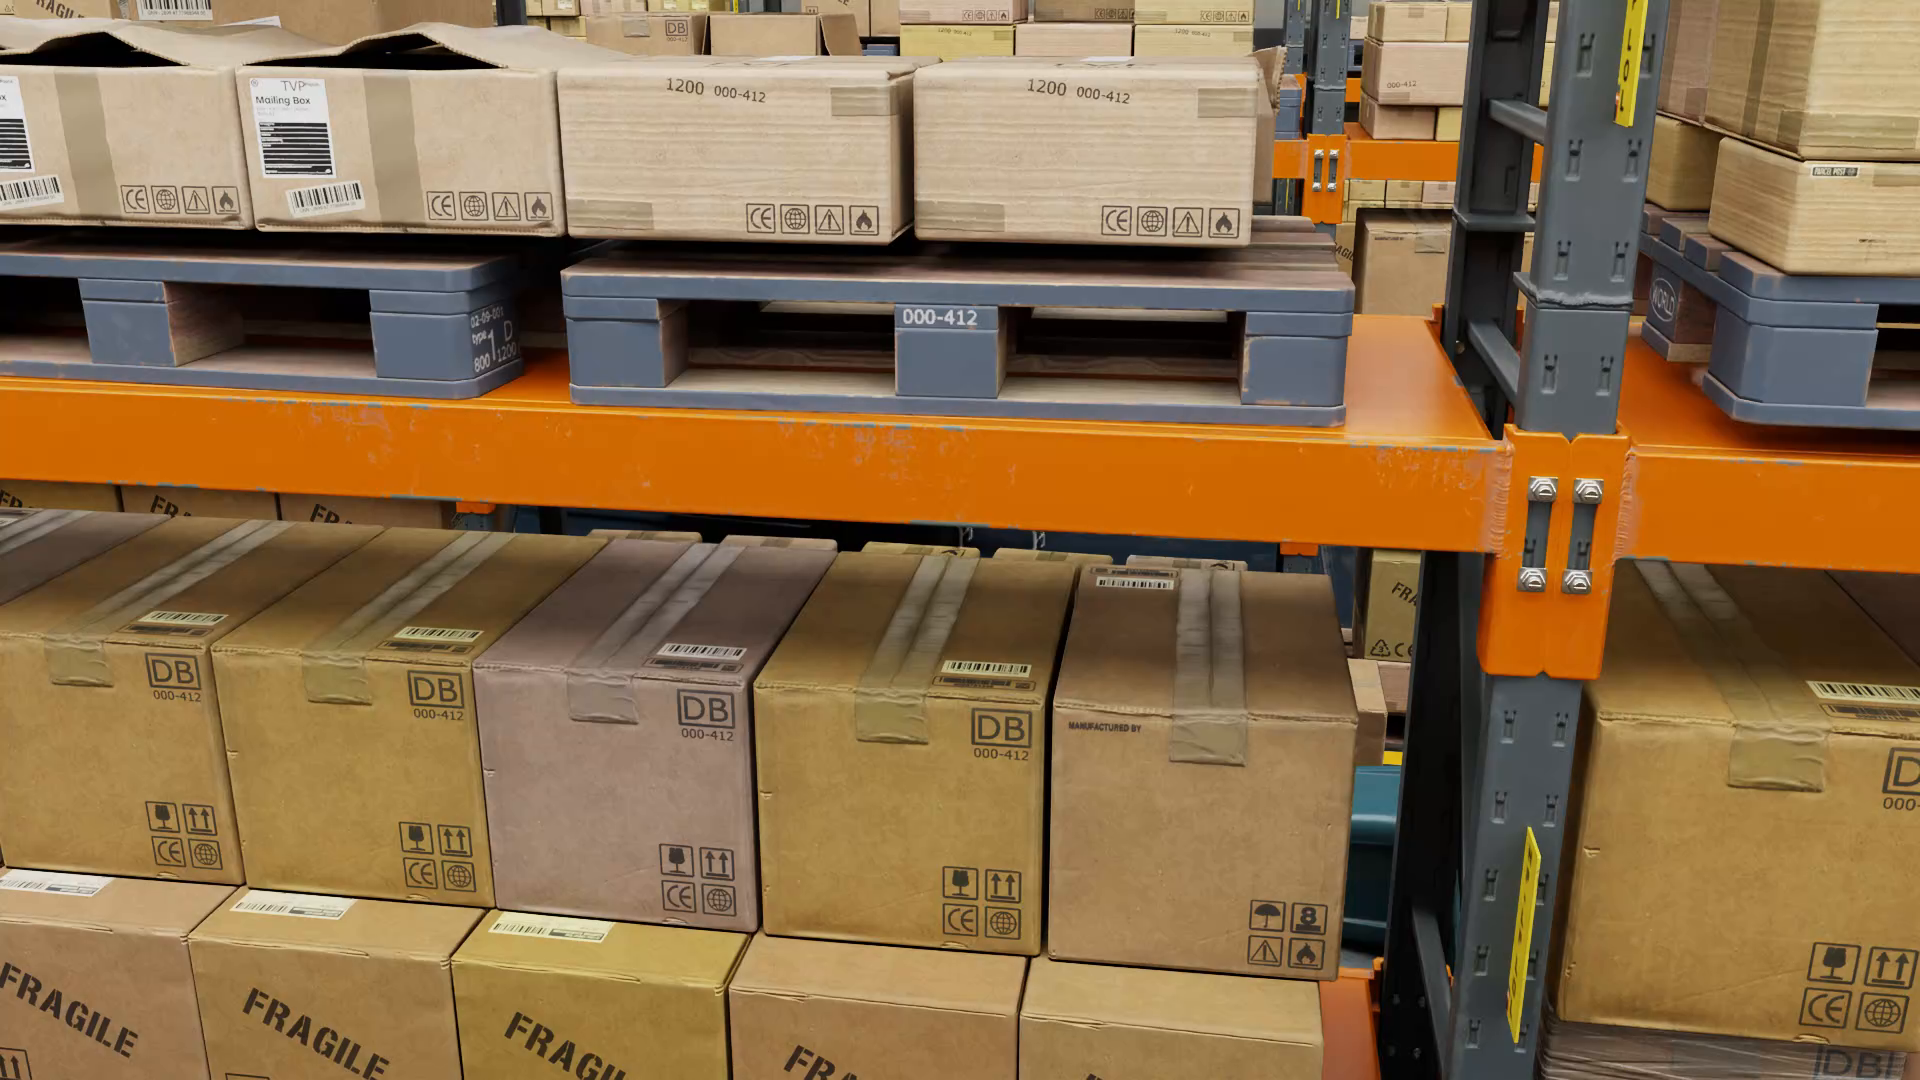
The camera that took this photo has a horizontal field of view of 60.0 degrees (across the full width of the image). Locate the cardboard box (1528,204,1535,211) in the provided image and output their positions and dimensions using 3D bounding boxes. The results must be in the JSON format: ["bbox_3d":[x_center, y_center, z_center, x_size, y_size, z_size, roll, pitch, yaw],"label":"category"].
[{"bbox_3d":[3.943,-2.345,11.906,0.250,0.149,0.380,2,19,7],"label":"cardboard box"}]

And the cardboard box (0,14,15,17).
[{"bbox_3d":[-7.520,-4.083,13.319,0.500,0.250,0.500,3,19,8],"label":"cardboard box"}]

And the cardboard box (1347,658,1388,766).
[{"bbox_3d":[1.375,0.778,6.495,0.500,0.500,0.500,3,19,9],"label":"cardboard box"}]

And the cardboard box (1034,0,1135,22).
[{"bbox_3d":[0.620,-2.572,7.821,0.500,0.250,0.500,3,19,7],"label":"cardboard box"}]

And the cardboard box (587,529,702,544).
[{"bbox_3d":[-1.766,0.270,8.748,0.625,0.372,0.950,2,19,5],"label":"cardboard box"}]

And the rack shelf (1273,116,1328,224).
[{"bbox_3d":[-0.347,-1.789,7.829,4.000,0.370,1.077,3,19,9],"label":"rack shelf"}]

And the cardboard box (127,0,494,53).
[{"bbox_3d":[-1.247,-0.969,3.268,0.500,0.500,0.500,3,19,9],"label":"cardboard box"}]

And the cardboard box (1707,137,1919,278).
[{"bbox_3d":[1.247,-0.476,2.348,0.250,0.149,0.380,3,19,8],"label":"cardboard box"}]

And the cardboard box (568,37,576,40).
[{"bbox_3d":[-3.074,-3.715,12.688,0.500,0.250,0.500,3,19,9],"label":"cardboard box"}]

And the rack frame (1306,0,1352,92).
[{"bbox_3d":[1.627,-3.452,6.938,0.127,3.000,1.000,3,19,9],"label":"rack frame"}]

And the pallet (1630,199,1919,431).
[{"bbox_3d":[1.748,-0.387,2.645,1.213,0.211,1.003,3,19,9],"label":"pallet"}]

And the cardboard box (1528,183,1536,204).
[{"bbox_3d":[3.963,-2.509,11.927,0.250,0.149,0.380,3,19,8],"label":"cardboard box"}]

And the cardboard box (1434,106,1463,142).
[{"bbox_3d":[2.145,-1.786,7.083,0.250,0.149,0.380,3,19,9],"label":"cardboard box"}]

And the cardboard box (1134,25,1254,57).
[{"bbox_3d":[1.028,-2.142,7.323,0.500,0.250,0.500,3,19,8],"label":"cardboard box"}]

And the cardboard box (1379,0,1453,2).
[{"bbox_3d":[3.194,-3.671,11.641,0.500,0.311,0.500,3,19,10],"label":"cardboard box"}]

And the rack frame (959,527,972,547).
[{"bbox_3d":[0.038,-0.546,10.544,0.015,1.200,0.240,6,19,16],"label":"rack frame"}]

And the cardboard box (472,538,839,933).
[{"bbox_3d":[-0.556,0.353,3.287,0.500,0.500,0.700,3,19,9],"label":"cardboard box"}]

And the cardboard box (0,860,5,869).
[{"bbox_3d":[-2.105,0.832,3.432,0.500,0.500,0.500,3,19,8],"label":"cardboard box"}]

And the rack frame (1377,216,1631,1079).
[{"bbox_3d":[0.942,0.949,3.240,0.127,3.000,1.000,3,19,9],"label":"rack frame"}]

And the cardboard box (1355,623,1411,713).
[{"bbox_3d":[2.167,0.612,7.918,0.500,0.250,0.500,2,19,6],"label":"cardboard box"}]

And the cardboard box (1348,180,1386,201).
[{"bbox_3d":[2.954,-2.570,12.108,0.250,0.149,0.380,3,19,9],"label":"cardboard box"}]

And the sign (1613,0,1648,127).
[{"bbox_3d":[0.865,-0.698,2.123,0.005,0.325,0.100,3,19,9],"label":"sign"}]

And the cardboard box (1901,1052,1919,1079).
[{"bbox_3d":[1.855,0.913,3.110,0.550,0.550,0.875,3,19,9],"label":"cardboard box"}]

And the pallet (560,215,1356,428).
[{"bbox_3d":[0.029,-0.414,2.886,1.217,0.209,0.805,2,19,6],"label":"pallet"}]

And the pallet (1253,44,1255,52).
[{"bbox_3d":[1.538,-3.534,12.213,1.217,0.209,0.805,2,19,6],"label":"pallet"}]

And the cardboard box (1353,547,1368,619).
[{"bbox_3d":[2.254,0.088,8.303,0.500,0.500,0.500,3,19,8],"label":"cardboard box"}]

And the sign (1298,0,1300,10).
[{"bbox_3d":[2.334,-3.809,11.421,0.005,0.325,0.100,3,19,9],"label":"sign"}]

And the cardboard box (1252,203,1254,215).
[{"bbox_3d":[2.038,-2.465,12.263,0.250,0.149,0.380,4,19,11],"label":"cardboard box"}]

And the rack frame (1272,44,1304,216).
[{"bbox_3d":[2.411,-2.162,12.538,0.127,3.000,1.000,3,19,9],"label":"rack frame"}]

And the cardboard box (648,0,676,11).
[{"bbox_3d":[-2.168,-4.016,12.491,0.250,0.149,0.380,2,19,7],"label":"cardboard box"}]

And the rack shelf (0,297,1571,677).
[{"bbox_3d":[-1.033,-0.233,3.179,4.000,0.370,1.077,3,19,9],"label":"rack shelf"}]

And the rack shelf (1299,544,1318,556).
[{"bbox_3d":[3.602,-0.165,7.703,4.000,0.370,1.077,3,19,9],"label":"rack shelf"}]

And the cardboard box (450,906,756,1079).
[{"bbox_3d":[-0.614,0.908,3.204,0.500,0.500,0.500,3,19,9],"label":"cardboard box"}]

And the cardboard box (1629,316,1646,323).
[{"bbox_3d":[3.020,-1.113,7.201,0.500,0.500,0.700,3,19,7],"label":"cardboard box"}]

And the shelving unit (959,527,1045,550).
[{"bbox_3d":[0.271,-0.523,10.475,0.503,1.200,0.258,6,19,16],"label":"shelving unit"}]

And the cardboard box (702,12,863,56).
[{"bbox_3d":[-0.812,-2.212,7.797,0.637,0.503,0.797,3,19,9],"label":"cardboard box"}]

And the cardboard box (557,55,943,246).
[{"bbox_3d":[-0.312,-0.642,2.685,0.500,0.250,0.500,3,19,8],"label":"cardboard box"}]

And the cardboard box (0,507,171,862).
[{"bbox_3d":[-2.066,0.277,3.516,0.500,0.500,0.700,3,19,8],"label":"cardboard box"}]

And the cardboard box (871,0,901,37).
[{"bbox_3d":[-0.348,-3.973,12.246,0.500,0.500,0.700,3,19,8],"label":"cardboard box"}]

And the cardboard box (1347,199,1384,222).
[{"bbox_3d":[2.940,-2.406,12.088,0.250,0.149,0.380,3,19,10],"label":"cardboard box"}]

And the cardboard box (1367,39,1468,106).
[{"bbox_3d":[2.018,-1.992,7.068,0.500,0.250,0.500,3,19,7],"label":"cardboard box"}]

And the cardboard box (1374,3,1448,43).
[{"bbox_3d":[1.887,-2.170,6.974,0.250,0.149,0.380,3,19,8],"label":"cardboard box"}]

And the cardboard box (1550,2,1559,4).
[{"bbox_3d":[2.763,-2.339,7.478,0.250,0.149,0.380,3,19,10],"label":"cardboard box"}]

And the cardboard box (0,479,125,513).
[{"bbox_3d":[-4.754,-0.152,9.217,0.875,0.875,0.875,3,19,10],"label":"cardboard box"}]

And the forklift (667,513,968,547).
[{"bbox_3d":[-1.398,-1.543,10.796,3.031,2.935,1.130,6,19,16],"label":"forklift"}]

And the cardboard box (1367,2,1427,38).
[{"bbox_3d":[1.975,-2.341,7.484,0.250,0.149,0.380,3,19,10],"label":"cardboard box"}]

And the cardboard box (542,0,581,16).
[{"bbox_3d":[-2.957,-4.023,12.511,0.250,0.149,0.380,3,19,7],"label":"cardboard box"}]

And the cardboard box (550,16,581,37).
[{"bbox_3d":[-2.926,-3.914,12.654,0.250,0.149,0.380,3,19,9],"label":"cardboard box"}]

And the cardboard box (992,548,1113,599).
[{"bbox_3d":[0.399,0.379,8.422,0.625,0.372,0.950,4,19,12],"label":"cardboard box"}]

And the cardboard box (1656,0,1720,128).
[{"bbox_3d":[1.469,-0.846,2.825,0.500,0.250,0.500,3,19,8],"label":"cardboard box"}]
